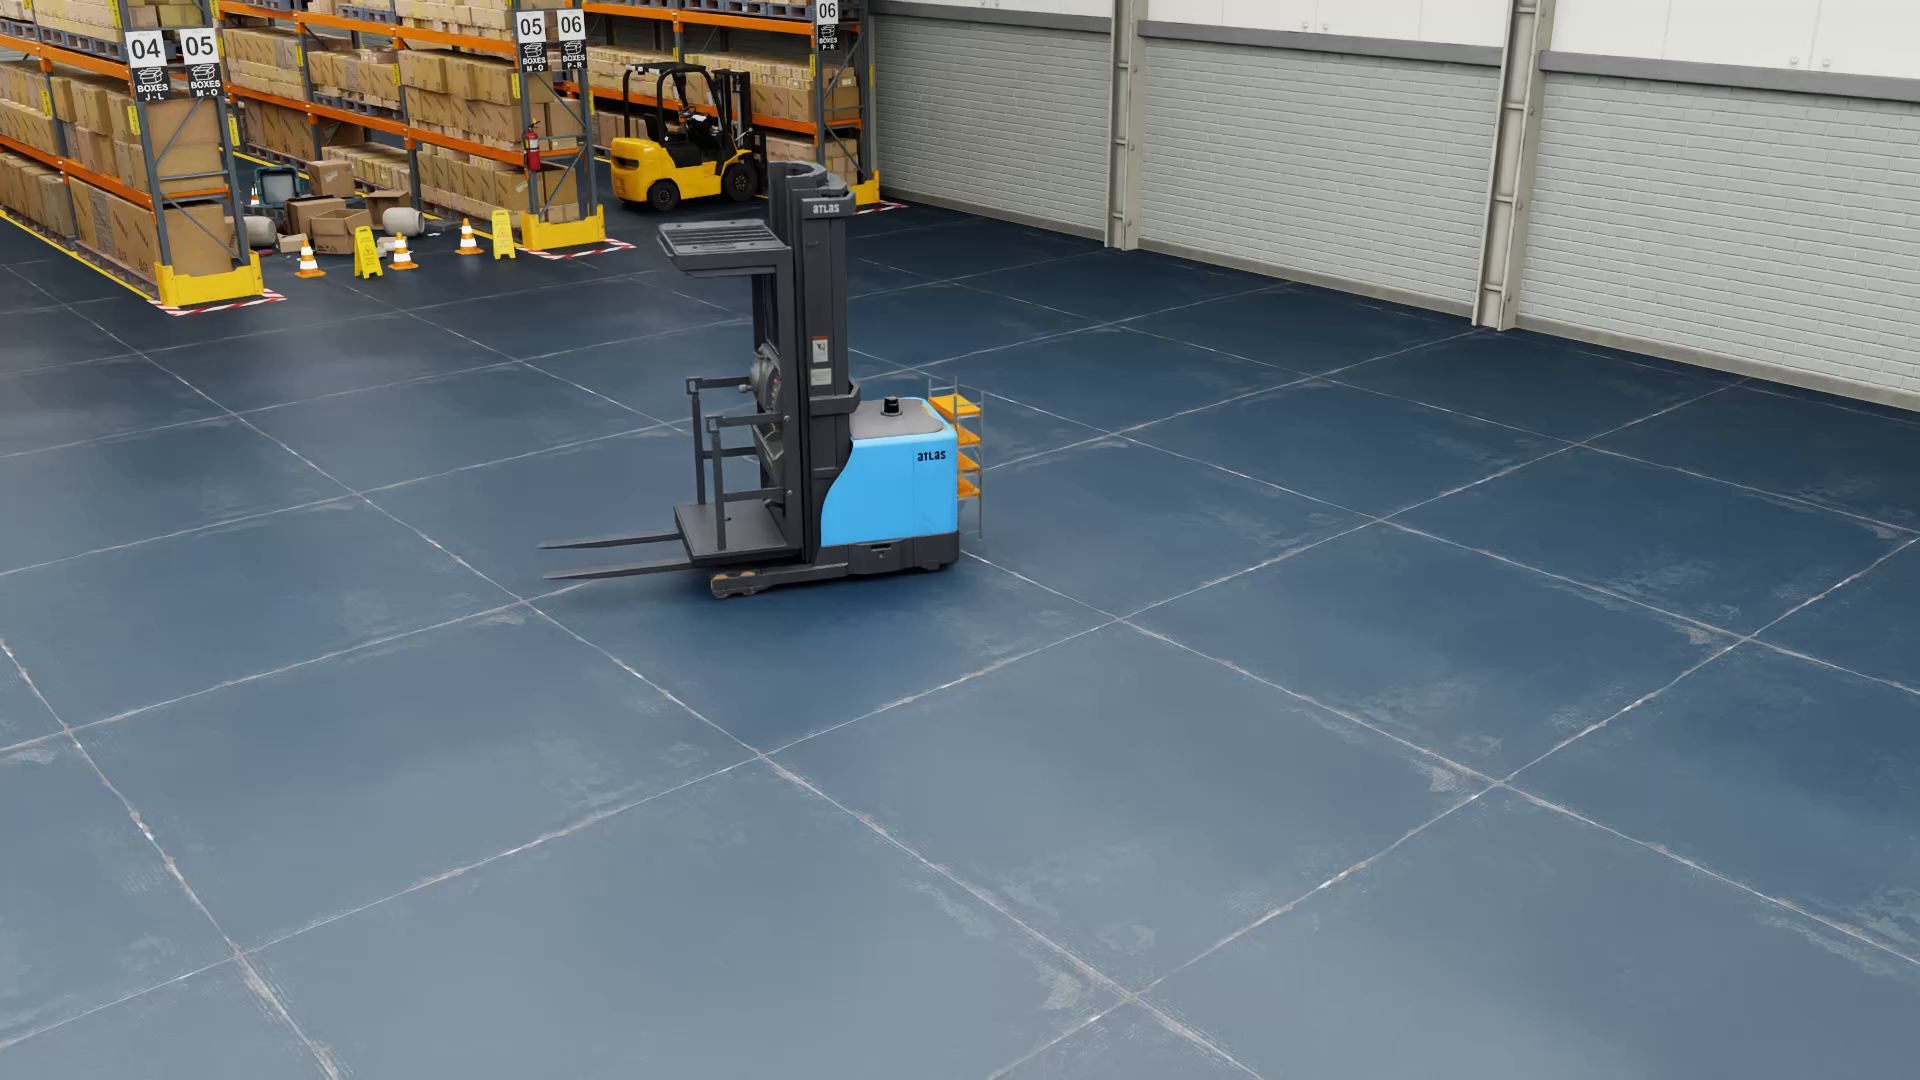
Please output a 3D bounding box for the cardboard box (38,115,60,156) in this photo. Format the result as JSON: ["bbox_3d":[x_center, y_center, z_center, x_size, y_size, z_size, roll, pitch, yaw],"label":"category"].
[{"bbox_3d":[-12.448,-5.644,23.143,0.500,0.500,0.500,-18,27,-38],"label":"cardboard box"}]

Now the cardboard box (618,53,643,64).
[{"bbox_3d":[-5.942,-8.696,30.048,0.380,0.149,0.250,-18,28,-39],"label":"cardboard box"}]

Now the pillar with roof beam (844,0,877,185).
[{"bbox_3d":[-4.884,-8.976,23.562,9.100,9.000,0.400,-17,27,-37],"label":"pillar with roof beam"}]

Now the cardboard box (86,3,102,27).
[{"bbox_3d":[-10.150,-6.326,19.994,0.500,0.250,0.500,-17,27,-37],"label":"cardboard box"}]

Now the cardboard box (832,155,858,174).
[{"bbox_3d":[-2.001,-6.128,27.025,0.500,0.250,0.500,-17,27,-36],"label":"cardboard box"}]

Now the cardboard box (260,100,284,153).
[{"bbox_3d":[-12.381,-7.739,30.968,0.875,0.875,0.875,-16,27,-36],"label":"cardboard box"}]

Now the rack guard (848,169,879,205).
[{"bbox_3d":[-1.836,-5.630,26.672,1.175,0.500,0.348,-17,27,-37],"label":"rack guard"}]

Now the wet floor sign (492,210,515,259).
[{"bbox_3d":[-6.296,-4.214,22.859,0.267,0.644,0.232,-8,23,-19],"label":"wet floor sign"}]

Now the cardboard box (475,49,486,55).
[{"bbox_3d":[-9.538,-10.171,34.126,0.700,0.500,0.500,-17,27,-36],"label":"cardboard box"}]

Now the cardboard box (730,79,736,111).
[{"bbox_3d":[-3.687,-7.488,27.851,0.500,0.500,0.500,-18,28,-38],"label":"cardboard box"}]

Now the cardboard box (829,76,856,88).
[{"bbox_3d":[-1.876,-7.304,26.494,0.380,0.149,0.250,-18,28,-39],"label":"cardboard box"}]

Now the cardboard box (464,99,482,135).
[{"bbox_3d":[-6.820,-6.166,24.068,0.500,0.500,0.500,-18,27,-38],"label":"cardboard box"}]

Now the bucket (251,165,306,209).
[{"bbox_3d":[-10.069,-5.211,24.581,0.726,0.611,0.620,-8,13,-19],"label":"bucket"}]

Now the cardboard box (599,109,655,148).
[{"bbox_3d":[-6.244,-7.746,31.329,0.875,0.625,0.625,-16,27,-36],"label":"cardboard box"}]

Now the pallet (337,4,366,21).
[{"bbox_3d":[-9.222,-8.514,26.753,1.213,0.211,1.003,-17,27,-37],"label":"pallet"}]

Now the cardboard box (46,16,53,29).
[{"bbox_3d":[-11.592,-6.716,21.538,0.380,0.149,0.250,-18,27,-38],"label":"cardboard box"}]

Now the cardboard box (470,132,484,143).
[{"bbox_3d":[-6.903,-5.890,24.253,0.380,0.149,0.250,-18,28,-38],"label":"cardboard box"}]

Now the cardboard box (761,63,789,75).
[{"bbox_3d":[-2.981,-7.595,26.827,0.380,0.149,0.250,-17,27,-36],"label":"cardboard box"}]

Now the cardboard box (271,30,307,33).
[{"bbox_3d":[-12.301,-9.096,30.585,0.500,0.500,0.500,-16,27,-36],"label":"cardboard box"}]

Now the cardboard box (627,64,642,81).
[{"bbox_3d":[-5.647,-8.426,29.905,0.500,0.250,0.500,-17,27,-36],"label":"cardboard box"}]

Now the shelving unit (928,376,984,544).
[{"bbox_3d":[-0.035,-0.619,12.920,0.258,1.200,0.503,-9,23,-22],"label":"shelving unit"}]

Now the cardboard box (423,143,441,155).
[{"bbox_3d":[-8.004,-6.013,25.500,0.380,0.149,0.250,-17,27,-37],"label":"cardboard box"}]

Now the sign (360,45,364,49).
[{"bbox_3d":[-10.426,-8.462,28.997,0.100,0.325,0.005,-17,27,-37],"label":"sign"}]

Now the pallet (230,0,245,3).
[{"bbox_3d":[-12.806,-9.999,30.550,0.805,0.209,1.217,-19,28,-39],"label":"pallet"}]

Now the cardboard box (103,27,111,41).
[{"bbox_3d":[-9.931,-6.014,19.745,0.380,0.149,0.250,-17,27,-37],"label":"cardboard box"}]

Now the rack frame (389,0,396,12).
[{"bbox_3d":[-8.220,-9.516,24.941,1.000,3.000,0.127,-17,27,-37],"label":"rack frame"}]

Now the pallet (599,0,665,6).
[{"bbox_3d":[-5.830,-9.845,30.152,1.003,0.211,1.213,-16,26,-35],"label":"pallet"}]

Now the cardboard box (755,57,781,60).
[{"bbox_3d":[-3.214,-8.015,27.900,0.380,0.149,0.250,-18,28,-38],"label":"cardboard box"}]

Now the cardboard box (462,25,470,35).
[{"bbox_3d":[-6.869,-7.290,23.715,0.380,0.149,0.250,-18,28,-39],"label":"cardboard box"}]

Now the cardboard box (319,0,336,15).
[{"bbox_3d":[-10.220,-9.007,27.617,0.700,0.500,0.500,-17,27,-37],"label":"cardboard box"}]

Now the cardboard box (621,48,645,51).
[{"bbox_3d":[-6.116,-9.135,31.166,0.380,0.149,0.250,-18,28,-38],"label":"cardboard box"}]

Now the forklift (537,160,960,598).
[{"bbox_3d":[-1.579,-1.163,11.934,3.031,2.935,1.130,-6,22,-15],"label":"forklift"}]

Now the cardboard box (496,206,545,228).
[{"bbox_3d":[-6.356,-4.699,24.062,0.500,0.250,0.500,-18,27,-38],"label":"cardboard box"}]

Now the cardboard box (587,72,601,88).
[{"bbox_3d":[-6.644,-8.620,31.085,0.500,0.250,0.500,-18,28,-39],"label":"cardboard box"}]

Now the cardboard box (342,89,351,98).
[{"bbox_3d":[-10.077,-7.471,27.714,0.380,0.149,0.250,-16,26,-34],"label":"cardboard box"}]

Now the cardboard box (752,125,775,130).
[{"bbox_3d":[-3.333,-6.917,28.355,0.500,0.250,0.500,-17,27,-37],"label":"cardboard box"}]

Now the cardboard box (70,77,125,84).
[{"bbox_3d":[-11.242,-5.855,22.133,0.875,0.550,0.550,-17,27,-37],"label":"cardboard box"}]

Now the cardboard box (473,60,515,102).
[{"bbox_3d":[-6.433,-6.499,23.548,0.700,0.500,0.500,-17,27,-37],"label":"cardboard box"}]

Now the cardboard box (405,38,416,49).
[{"bbox_3d":[-11.874,-10.961,36.653,0.500,0.250,0.500,-17,27,-37],"label":"cardboard box"}]

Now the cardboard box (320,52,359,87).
[{"bbox_3d":[-10.367,-7.887,27.886,0.500,0.500,0.500,-16,26,-35],"label":"cardboard box"}]

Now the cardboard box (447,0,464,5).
[{"bbox_3d":[-7.080,-7.708,23.688,0.380,0.149,0.250,-17,27,-36],"label":"cardboard box"}]

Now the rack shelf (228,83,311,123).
[{"bbox_3d":[-12.137,-8.046,30.399,1.077,0.370,4.000,-17,27,-37],"label":"rack shelf"}]

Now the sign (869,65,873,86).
[{"bbox_3d":[-1.427,-7.371,26.394,0.100,0.325,0.005,-17,27,-37],"label":"sign"}]

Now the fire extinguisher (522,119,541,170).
[{"bbox_3d":[-5.884,-5.440,22.867,0.296,0.674,0.183,-17,27,-37],"label":"fire extinguisher"}]

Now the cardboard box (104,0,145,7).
[{"bbox_3d":[-9.770,-6.317,19.424,0.380,0.149,0.250,-17,27,-37],"label":"cardboard box"}]

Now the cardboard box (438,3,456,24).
[{"bbox_3d":[-7.149,-7.581,23.910,0.500,0.250,0.500,-17,27,-37],"label":"cardboard box"}]

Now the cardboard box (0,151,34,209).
[{"bbox_3d":[-14.186,-5.580,25.627,1.050,0.750,0.750,-18,28,-38],"label":"cardboard box"}]

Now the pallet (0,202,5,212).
[{"bbox_3d":[-15.024,-5.539,26.838,1.003,0.211,1.213,-17,27,-37],"label":"pallet"}]

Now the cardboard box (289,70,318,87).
[{"bbox_3d":[-11.340,-8.064,28.980,0.500,0.250,0.500,-18,27,-38],"label":"cardboard box"}]

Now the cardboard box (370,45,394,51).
[{"bbox_3d":[-9.550,-8.126,27.607,0.380,0.149,0.250,-19,28,-40],"label":"cardboard box"}]

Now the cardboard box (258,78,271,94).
[{"bbox_3d":[-12.374,-8.251,30.142,0.500,0.250,0.500,-18,28,-38],"label":"cardboard box"}]

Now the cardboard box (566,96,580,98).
[{"bbox_3d":[-7.661,-8.789,33.273,0.380,0.149,0.250,-19,28,-40],"label":"cardboard box"}]

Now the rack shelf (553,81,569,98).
[{"bbox_3d":[-8.379,-9.228,33.418,1.077,0.370,4.000,-17,27,-37],"label":"rack shelf"}]
